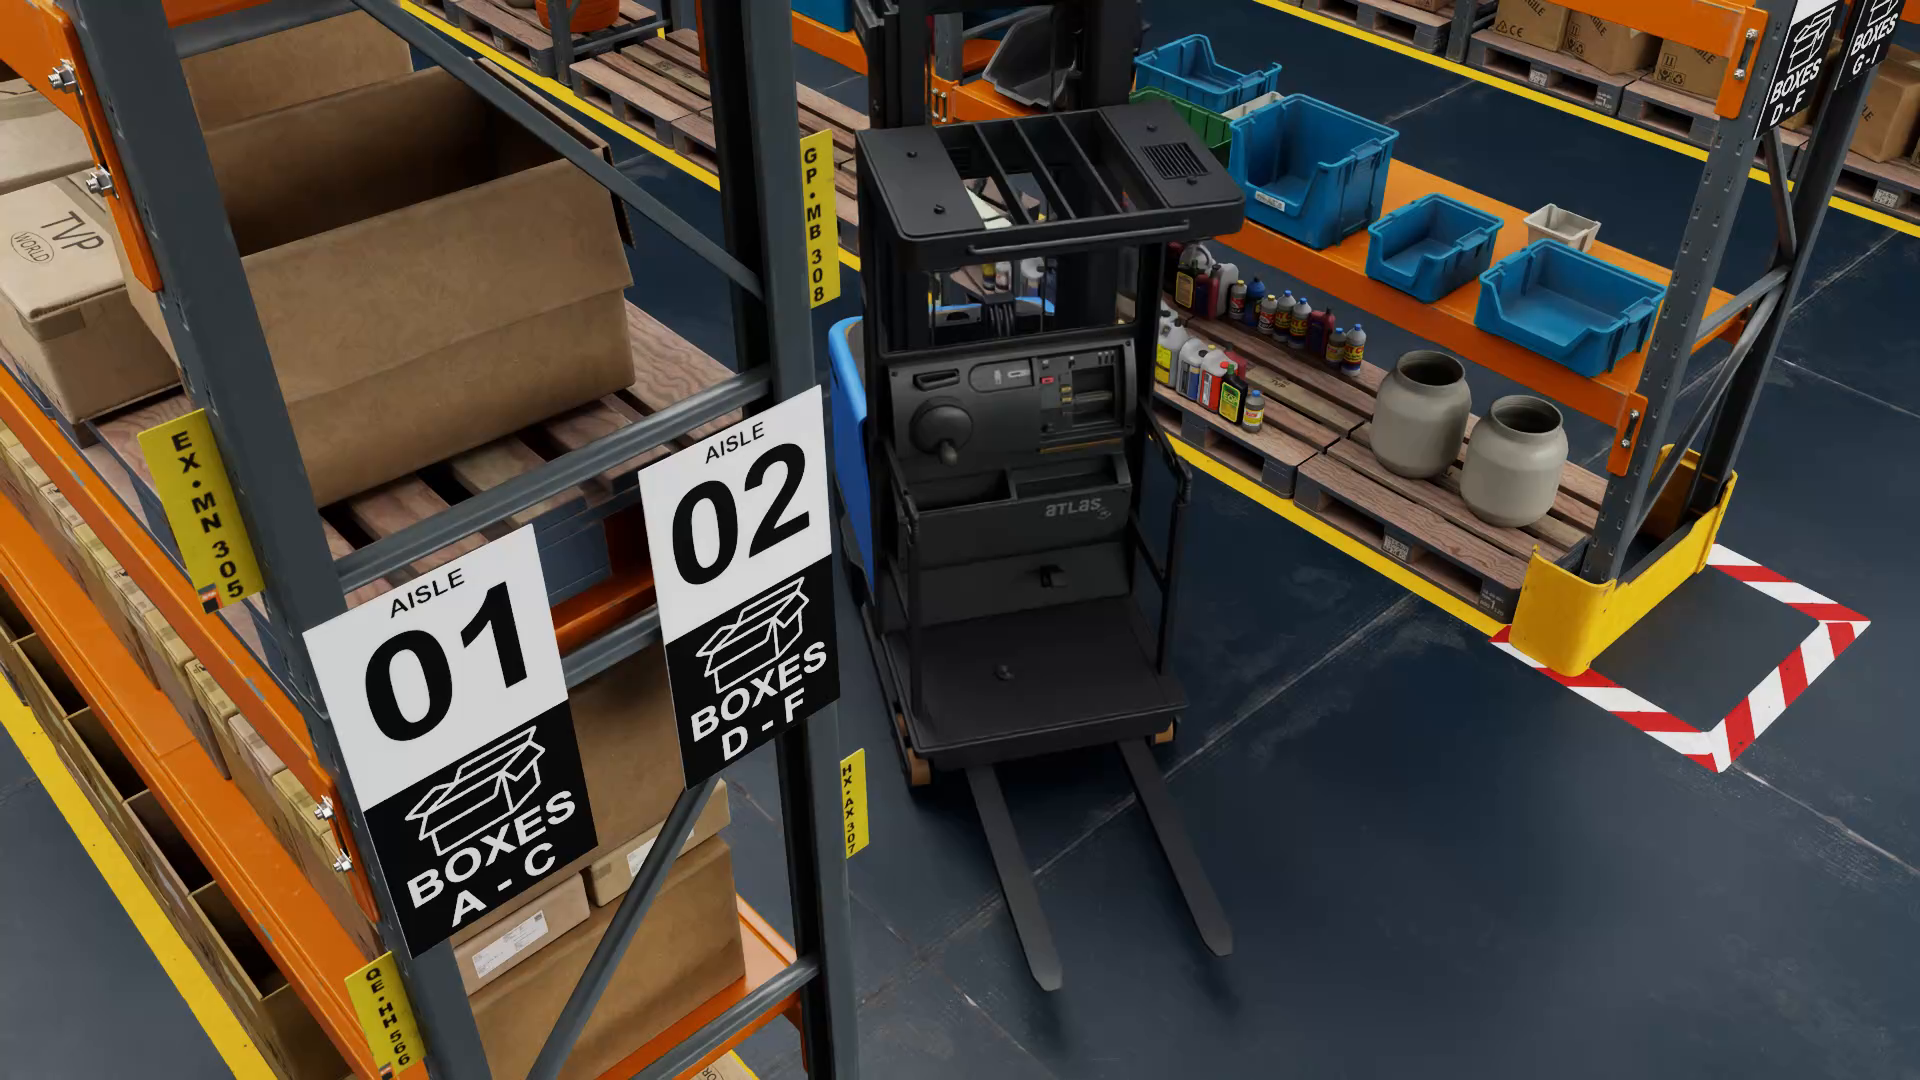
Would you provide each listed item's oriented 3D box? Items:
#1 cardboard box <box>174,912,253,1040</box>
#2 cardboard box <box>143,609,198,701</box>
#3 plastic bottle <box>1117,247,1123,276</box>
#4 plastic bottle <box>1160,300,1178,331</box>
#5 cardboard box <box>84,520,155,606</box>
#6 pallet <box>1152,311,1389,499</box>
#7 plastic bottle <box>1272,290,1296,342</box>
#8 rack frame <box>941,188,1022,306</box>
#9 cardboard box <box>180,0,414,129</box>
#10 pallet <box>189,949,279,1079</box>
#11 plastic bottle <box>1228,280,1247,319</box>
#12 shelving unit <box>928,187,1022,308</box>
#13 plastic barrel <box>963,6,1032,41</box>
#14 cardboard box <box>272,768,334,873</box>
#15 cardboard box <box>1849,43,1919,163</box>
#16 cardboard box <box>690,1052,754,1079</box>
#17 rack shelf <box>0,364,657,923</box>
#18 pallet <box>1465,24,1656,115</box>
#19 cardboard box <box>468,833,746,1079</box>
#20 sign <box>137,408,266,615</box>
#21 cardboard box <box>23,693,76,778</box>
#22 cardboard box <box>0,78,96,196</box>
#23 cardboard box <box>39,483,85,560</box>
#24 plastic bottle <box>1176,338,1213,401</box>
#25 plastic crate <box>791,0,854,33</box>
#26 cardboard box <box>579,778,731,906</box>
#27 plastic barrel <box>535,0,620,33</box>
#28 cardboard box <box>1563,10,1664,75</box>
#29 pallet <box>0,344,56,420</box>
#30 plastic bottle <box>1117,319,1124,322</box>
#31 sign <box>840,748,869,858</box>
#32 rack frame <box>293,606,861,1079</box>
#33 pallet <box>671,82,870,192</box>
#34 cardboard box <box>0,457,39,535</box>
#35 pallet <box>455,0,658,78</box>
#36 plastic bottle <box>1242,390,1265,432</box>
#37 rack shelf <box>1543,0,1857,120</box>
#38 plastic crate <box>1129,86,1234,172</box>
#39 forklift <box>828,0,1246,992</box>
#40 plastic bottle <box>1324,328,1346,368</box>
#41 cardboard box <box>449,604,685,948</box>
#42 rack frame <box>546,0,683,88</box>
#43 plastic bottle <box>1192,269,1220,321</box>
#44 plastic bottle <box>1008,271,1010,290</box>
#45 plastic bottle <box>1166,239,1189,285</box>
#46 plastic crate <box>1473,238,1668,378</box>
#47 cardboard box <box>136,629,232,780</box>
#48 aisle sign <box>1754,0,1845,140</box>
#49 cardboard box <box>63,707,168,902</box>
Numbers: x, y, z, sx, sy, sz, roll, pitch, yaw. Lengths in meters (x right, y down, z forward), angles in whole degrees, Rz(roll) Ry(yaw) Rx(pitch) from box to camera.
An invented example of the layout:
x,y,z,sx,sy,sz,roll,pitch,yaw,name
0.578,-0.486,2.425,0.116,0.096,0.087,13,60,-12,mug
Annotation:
x,y,z,sx,sy,sz,roll,pitch,yaw,name
-2.272,1.314,5.590,0.500,0.250,0.500,-30,48,-32,cardboard box
-1.944,0.234,4.477,0.380,0.149,0.250,-29,47,-31,cardboard box
0.819,-1.639,9.150,0.144,0.351,0.185,-30,48,-32,plastic bottle
1.025,-1.087,8.526,0.152,0.276,0.135,-30,48,-32,plastic bottle
-2.051,-0.276,4.592,0.700,0.500,0.500,-30,48,-32,cardboard box
1.530,-0.757,8.519,1.003,0.211,1.213,-30,48,-32,pallet
1.686,-1.170,8.632,0.097,0.271,0.097,0,39,0,plastic bottle
0.092,-0.888,7.656,0.400,1.500,0.023,-20,43,-23,rack frame
-1.590,-1.089,3.798,0.500,0.500,0.500,-30,48,-32,cardboard box
-2.038,1.404,5.844,1.003,0.211,1.213,-30,48,-32,pallet
1.480,-1.284,8.829,0.097,0.201,0.097,0,39,0,plastic bottle
-0.091,-1.087,7.903,0.431,1.500,0.755,-20,43,-23,shelving unit
0.239,-3.237,8.972,0.600,0.901,0.708,-30,48,-32,plastic barrel
-1.418,0.594,4.032,0.380,0.149,0.250,-31,48,-32,cardboard box
5.791,-2.738,10.407,0.500,0.500,0.500,-18,42,-21,cardboard box
-0.867,1.783,5.009,0.500,0.250,0.500,-30,48,-32,cardboard box
-2.021,-0.593,4.282,1.077,0.370,4.000,-30,48,-32,rack shelf
4.406,-3.459,11.865,1.003,0.211,1.213,-30,48,-32,pallet
-0.975,0.959,4.095,0.700,0.500,0.500,-30,48,-32,cardboard box
-1.078,-0.037,2.379,0.100,0.325,0.005,-30,48,-32,sign
-3.284,0.618,6.451,0.500,0.250,0.500,-30,48,-32,cardboard box
-2.018,-0.809,3.602,0.500,0.311,0.500,-24,45,-27,cardboard box
-2.460,-0.122,4.917,0.380,0.149,0.250,-31,48,-33,cardboard box
1.173,-0.851,8.234,0.152,0.276,0.135,-31,48,-33,plastic bottle
-0.698,-3.107,9.222,0.392,0.384,0.575,-30,48,-32,plastic crate
-0.775,0.655,3.956,0.380,0.149,0.250,-30,48,-32,cardboard box
-2.772,-4.124,11.862,0.600,0.830,0.708,-30,48,-32,plastic barrel
4.560,-3.567,11.434,0.500,0.500,0.500,-16,42,-19,cardboard box
-1.957,-0.816,4.056,1.003,0.211,1.213,-30,48,-32,pallet
0.819,-1.039,8.526,0.097,0.201,0.097,0,39,0,plastic bottle
-0.256,0.619,3.844,0.100,0.325,0.005,-30,48,-32,sign
-0.668,1.220,3.853,1.000,3.000,0.127,-30,48,-32,rack frame
-1.112,-2.562,10.754,1.003,0.211,1.213,-30,48,-32,pallet
-3.069,-0.468,5.862,0.700,0.500,0.500,-31,48,-33,cardboard box
-2.992,-3.848,12.347,1.003,0.211,1.213,-30,48,-32,pallet
1.418,-0.630,8.019,0.097,0.201,0.097,0,39,0,plastic bottle
1.630,-2.696,6.886,1.077,0.370,4.000,-30,48,-32,rack shelf
0.987,-1.904,7.889,0.450,0.188,0.662,-30,48,-32,plastic crate
0.252,-0.437,5.958,1.130,2.935,3.031,-9,40,-10,forklift
1.916,-0.986,8.460,0.097,0.201,0.097,0,39,0,plastic bottle
-1.011,0.430,3.718,0.700,0.500,0.500,-30,48,-32,cardboard box
-2.428,-4.586,11.041,1.000,3.000,0.127,-30,48,-32,rack frame
1.302,-1.313,8.800,0.061,0.283,0.133,-30,48,-32,plastic bottle
0.307,-1.389,8.960,0.097,0.201,0.097,0,39,0,plastic bottle
1.196,-1.527,9.065,0.061,0.283,0.133,-27,46,-29,plastic bottle
2.424,-0.930,6.633,0.499,0.251,0.616,-30,48,-32,plastic crate
-2.024,0.244,4.981,0.700,0.500,0.500,-28,47,-31,cardboard box
2.812,-1.735,5.442,0.394,0.787,0.004,-30,48,-32,aisle sign
-2.614,0.793,5.638,0.500,0.500,0.500,-30,48,-32,cardboard box
